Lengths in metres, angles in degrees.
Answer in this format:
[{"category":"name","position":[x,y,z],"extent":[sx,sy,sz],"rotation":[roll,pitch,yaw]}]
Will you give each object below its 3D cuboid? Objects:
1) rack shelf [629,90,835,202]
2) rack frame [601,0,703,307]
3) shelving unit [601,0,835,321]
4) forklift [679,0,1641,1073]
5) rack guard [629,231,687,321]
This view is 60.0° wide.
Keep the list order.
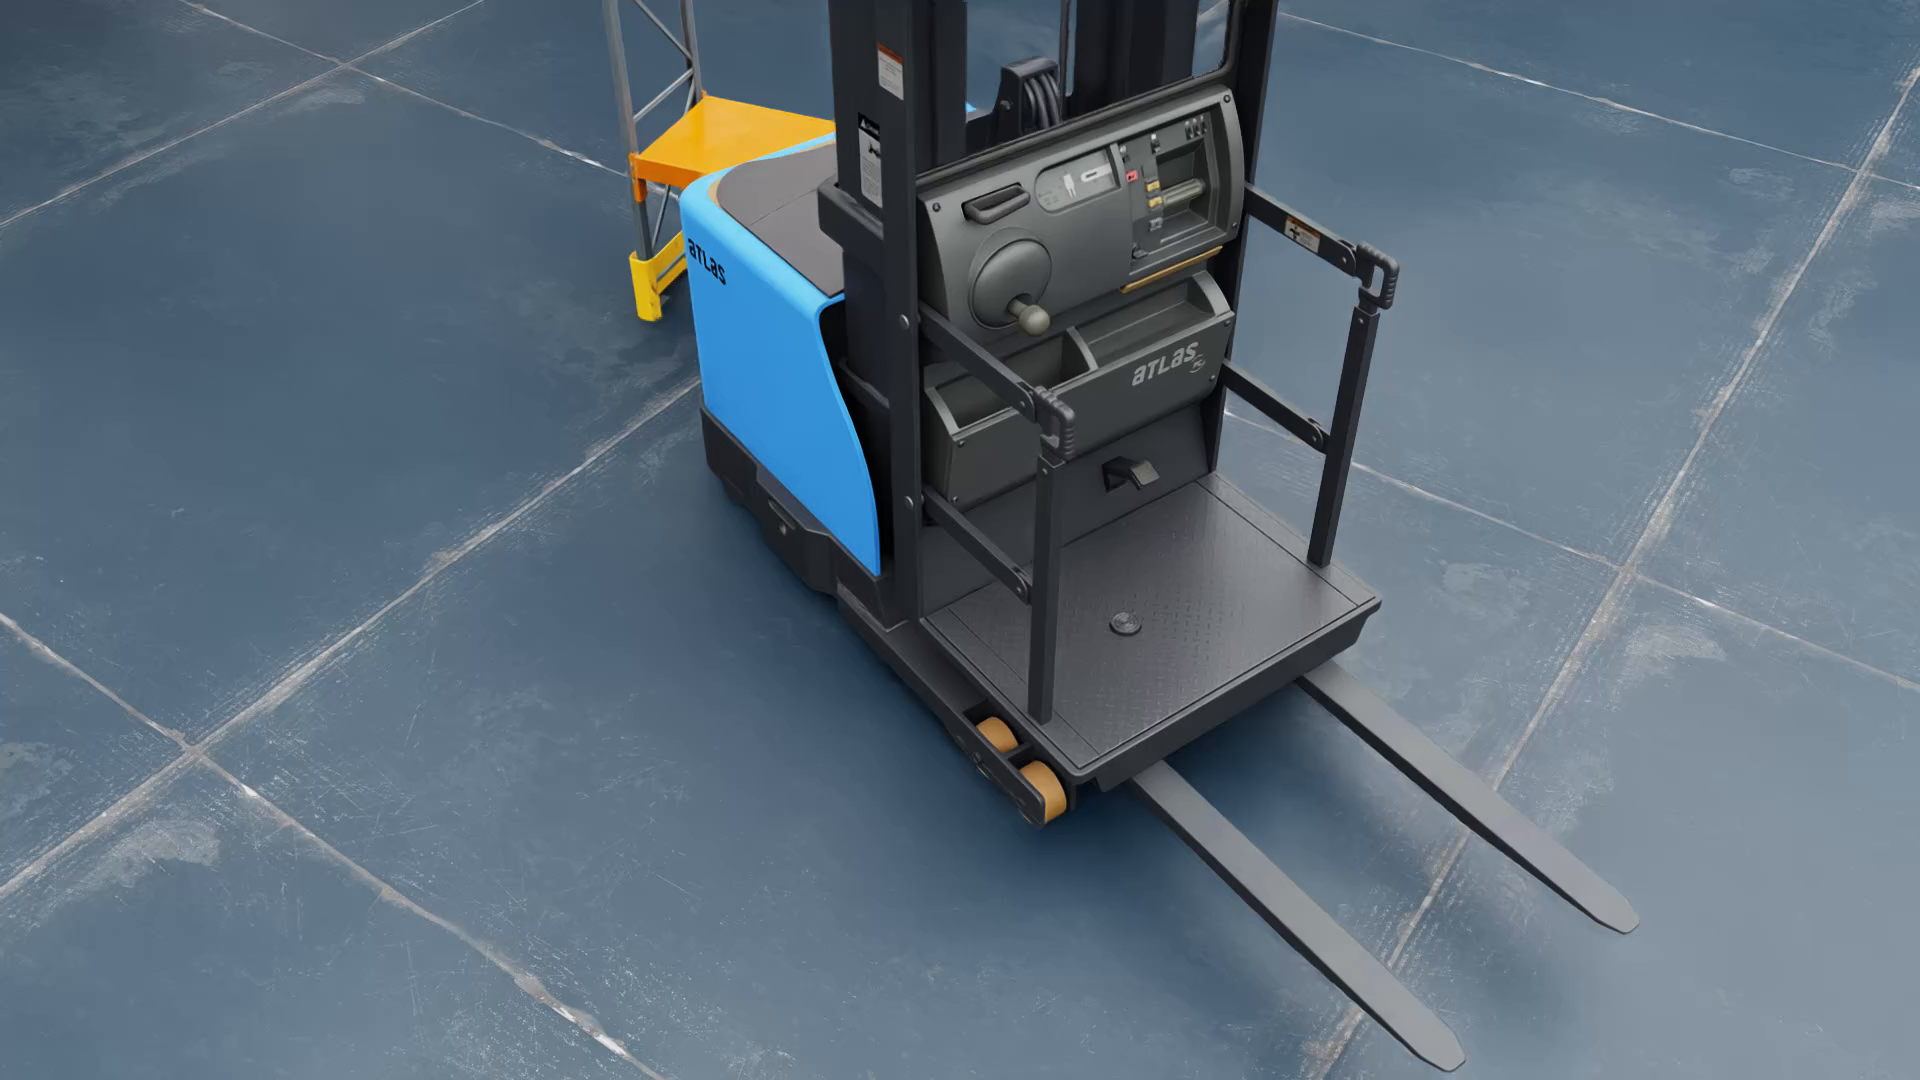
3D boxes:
[{"category":"rack shelf","position":[-0.585,-1.295,5.842],"extent":[1.000,0.185,0.538],"rotation":[16,44,17]},{"category":"rack frame","position":[-1.054,-1.559,5.868],"extent":[0.032,1.500,0.500],"rotation":[16,44,17]},{"category":"shelving unit","position":[-0.593,-1.431,5.725],"extent":[1.083,1.500,0.587],"rotation":[16,44,17]},{"category":"forklift","position":[0.444,-0.713,3.849],"extent":[1.130,2.935,3.031],"rotation":[-26,48,-26]},{"category":"rack guard","position":[-1.053,-1.093,6.284],"extent":[0.087,0.250,0.587],"rotation":[16,44,17]}]
